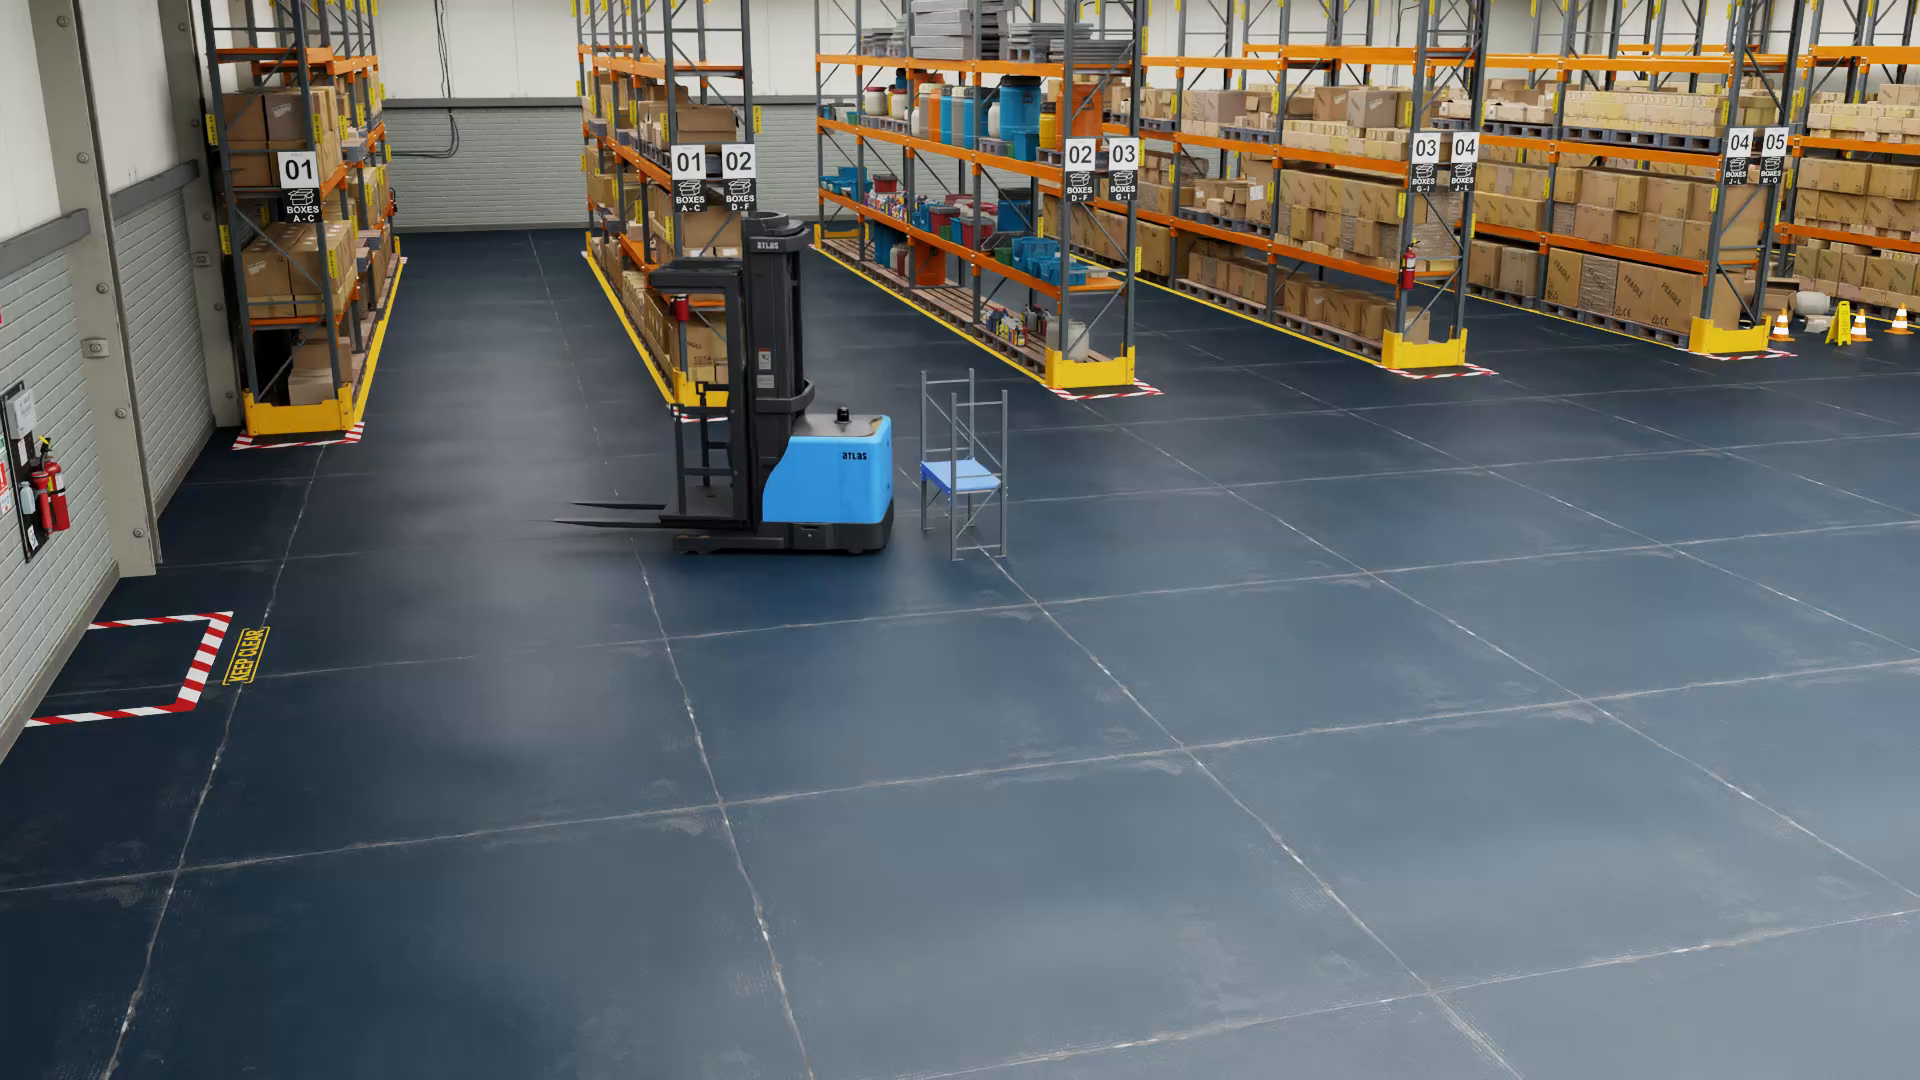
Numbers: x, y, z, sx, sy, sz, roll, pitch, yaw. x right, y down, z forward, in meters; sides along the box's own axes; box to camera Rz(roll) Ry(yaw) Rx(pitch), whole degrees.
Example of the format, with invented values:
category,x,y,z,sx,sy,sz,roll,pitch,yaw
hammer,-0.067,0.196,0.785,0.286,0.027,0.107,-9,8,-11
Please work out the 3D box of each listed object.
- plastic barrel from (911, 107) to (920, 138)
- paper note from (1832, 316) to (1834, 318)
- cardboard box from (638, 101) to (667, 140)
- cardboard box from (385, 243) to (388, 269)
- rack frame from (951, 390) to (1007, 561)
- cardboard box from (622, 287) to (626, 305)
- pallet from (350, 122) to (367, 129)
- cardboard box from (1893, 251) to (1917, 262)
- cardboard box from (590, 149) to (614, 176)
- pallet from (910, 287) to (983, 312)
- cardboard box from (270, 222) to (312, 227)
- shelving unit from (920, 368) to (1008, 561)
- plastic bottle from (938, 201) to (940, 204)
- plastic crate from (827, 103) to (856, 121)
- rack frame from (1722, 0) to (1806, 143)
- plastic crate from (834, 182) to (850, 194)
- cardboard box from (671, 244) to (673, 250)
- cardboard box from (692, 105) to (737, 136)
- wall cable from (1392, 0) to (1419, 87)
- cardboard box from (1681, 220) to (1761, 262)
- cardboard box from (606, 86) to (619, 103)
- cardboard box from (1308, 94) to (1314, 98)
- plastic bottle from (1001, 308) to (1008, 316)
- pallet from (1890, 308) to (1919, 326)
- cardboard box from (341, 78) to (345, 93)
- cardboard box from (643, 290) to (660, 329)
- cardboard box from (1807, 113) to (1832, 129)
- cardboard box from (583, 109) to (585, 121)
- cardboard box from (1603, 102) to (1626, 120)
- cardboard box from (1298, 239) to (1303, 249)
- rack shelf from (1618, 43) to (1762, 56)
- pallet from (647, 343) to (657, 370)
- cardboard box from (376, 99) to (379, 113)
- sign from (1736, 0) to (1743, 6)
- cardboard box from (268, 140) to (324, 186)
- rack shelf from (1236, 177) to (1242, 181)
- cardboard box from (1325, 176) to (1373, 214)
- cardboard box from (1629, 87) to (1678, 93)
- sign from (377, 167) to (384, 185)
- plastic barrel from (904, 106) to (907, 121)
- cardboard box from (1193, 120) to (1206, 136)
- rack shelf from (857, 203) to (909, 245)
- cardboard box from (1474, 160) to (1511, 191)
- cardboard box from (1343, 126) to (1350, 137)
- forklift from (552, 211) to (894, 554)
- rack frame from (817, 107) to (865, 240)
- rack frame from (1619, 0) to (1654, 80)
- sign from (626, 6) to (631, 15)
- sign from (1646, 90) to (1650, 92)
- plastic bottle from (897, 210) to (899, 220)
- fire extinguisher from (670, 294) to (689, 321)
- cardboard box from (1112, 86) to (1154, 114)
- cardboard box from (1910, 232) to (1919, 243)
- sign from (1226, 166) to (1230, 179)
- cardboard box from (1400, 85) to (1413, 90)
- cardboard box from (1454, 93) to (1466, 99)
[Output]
category,x,y,z,sx,sy,sz,roll,pitch,yaw
plastic barrel,-0.614,-7.091,28.235,0.421,0.512,0.421,0,17,0
paper note,14.469,-3.690,27.483,0.142,0.019,0.148,-12,20,-34
cardboard box,-4.184,-5.807,23.006,0.500,0.500,0.500,-3,17,-11
cardboard box,-11.271,-5.393,31.604,0.700,0.500,0.500,-5,17,-16
rack frame,0.163,-0.554,14.488,0.500,1.500,0.032,-5,17,-15
cardboard box,-5.306,-4.037,27.525,0.500,0.250,0.500,-5,17,-15
pallet,-10.730,-7.130,28.890,0.805,0.209,1.217,-5,18,-17
cardboard box,15.383,-4.595,26.951,0.380,0.149,0.250,-4,17,-14
cardboard box,-7.074,-7.494,33.071,0.500,0.500,0.500,-5,17,-16
pallet,-0.229,-4.159,28.727,1.003,0.211,1.213,-5,17,-15
cardboard box,-8.902,-3.972,22.182,0.500,0.500,0.500,-5,17,-17
shelving unit,0.023,-0.695,14.956,0.538,1.500,1.048,-5,17,-15
plastic bottle,-0.396,-6.033,30.324,0.061,0.283,0.133,-5,17,-15
plastic crate,-2.447,-8.887,34.515,0.504,0.338,0.767,-5,17,-15
rack frame,11.353,-7.128,23.336,1.000,3.000,0.127,-5,17,-15
plastic crate,-2.407,-7.331,34.629,0.416,0.233,0.300,-5,17,-15
cardboard box,-3.541,-3.843,21.527,0.380,0.149,0.250,-4,17,-14
cardboard box,-3.163,-5.342,21.457,0.500,0.500,0.500,-5,17,-15
wall cable,13.266,-13.810,45.518,2.988,3.039,0.133,-5,17,-15
cardboard box,11.208,-4.425,24.507,0.875,0.550,0.550,-5,17,-15
cardboard box,-5.994,-7.833,29.819,0.600,0.600,0.600,-5,17,-16
cardboard box,7.684,-9.285,35.125,0.500,0.250,0.500,-6,18,-18
plastic bottle,0.656,-3.302,24.870,0.144,0.351,0.185,-5,17,-15
pallet,15.875,-3.587,26.823,1.003,0.211,1.213,-5,17,-15
cardboard box,-10.913,-7.835,28.664,0.500,0.250,0.500,-3,17,-11
cardboard box,-4.242,-3.305,23.784,0.500,0.500,0.500,-5,17,-15
cardboard box,14.843,-7.144,28.348,0.500,0.250,0.500,-5,17,-16
cardboard box,-7.470,-8.736,34.166,0.500,0.250,0.500,-5,17,-15
cardboard box,10.398,-6.681,25.902,0.500,0.250,0.500,-5,17,-16
cardboard box,5.456,-4.587,25.745,0.380,0.149,0.250,-5,17,-15
rack shelf,17.009,-11.467,39.038,1.077,0.370,4.000,-5,17,-15
pallet,-3.890,-2.656,23.724,1.003,0.211,1.213,-5,17,-15
cardboard box,-11.380,-8.286,31.763,0.500,0.250,0.500,-5,18,-17
sign,10.828,-7.574,23.060,0.100,0.325,0.005,-5,17,-15
cardboard box,-7.583,-4.322,19.000,0.500,0.500,0.500,-4,17,-14
rack shelf,7.506,-7.782,37.194,1.077,0.370,4.000,-5,17,-15
cardboard box,5.760,-5.107,24.610,0.500,0.500,0.500,-5,17,-15
cardboard box,13.638,-8.666,32.762,0.797,0.503,0.637,-6,18,-19
sign,-10.510,-6.597,30.122,0.100,0.325,0.005,-5,17,-15
plastic barrel,-0.840,-7.568,29.526,0.301,0.262,0.301,0,17,0
cardboard box,4.383,-7.176,28.971,0.500,0.250,0.500,-4,17,-14
rack shelf,-0.954,-5.920,30.995,1.077,0.370,4.000,-5,17,-15
cardboard box,9.552,-6.587,30.054,0.700,0.500,0.500,-5,17,-16
cardboard box,5.799,-5.938,24.157,0.380,0.149,0.250,-6,18,-18
forklift,-2.163,-1.427,14.907,3.031,2.935,1.130,1,17,4
rack frame,-2.603,-7.924,36.417,1.000,3.000,0.127,-5,17,-15
rack frame,16.459,-12.366,40.775,1.000,3.000,0.127,-5,17,-15
sign,-6.827,-10.968,34.223,0.100,0.325,0.005,-5,17,-15
sign,13.351,-8.567,32.306,0.100,0.325,0.005,-5,17,-15
plastic bottle,-1.084,-5.872,29.931,0.097,0.201,0.097,0,17,0
fire extinguisher,-3.384,-3.002,20.163,0.296,0.674,0.183,-5,17,-15
cardboard box,3.428,-8.735,32.999,0.700,0.500,0.500,-4,17,-14
cardboard box,15.450,-4.843,26.594,0.380,0.149,0.250,-4,17,-14
sign,4.877,-6.665,30.350,0.100,0.325,0.005,-5,17,-15
cardboard box,8.638,-8.550,31.782,0.396,0.266,0.258,-5,17,-15
cardboard box,11.766,-10.345,38.796,0.380,0.149,0.250,-4,17,-13
